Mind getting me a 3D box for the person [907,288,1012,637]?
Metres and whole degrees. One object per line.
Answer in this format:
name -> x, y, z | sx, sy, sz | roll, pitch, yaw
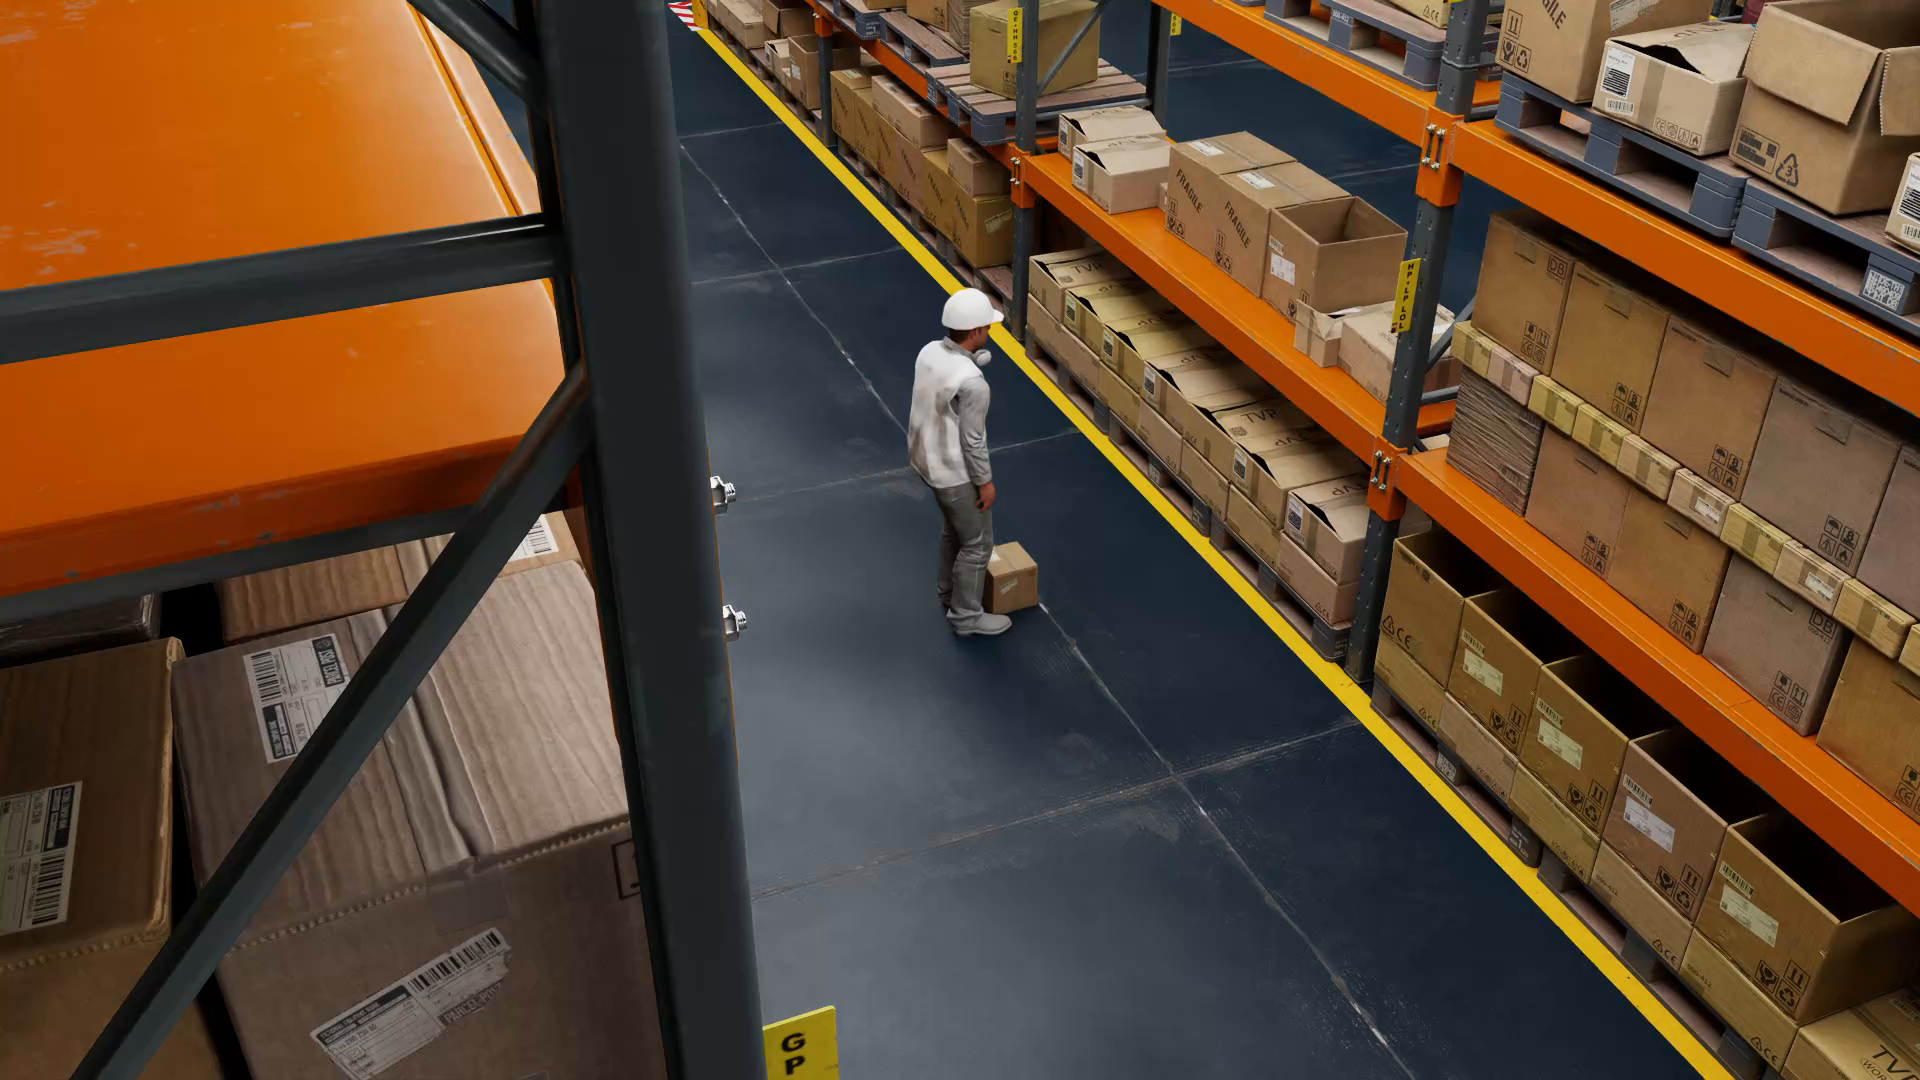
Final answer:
person -> -0.003, -0.379, 8.084 | 0.476, 1.769, 0.581 | -15, 36, -21
